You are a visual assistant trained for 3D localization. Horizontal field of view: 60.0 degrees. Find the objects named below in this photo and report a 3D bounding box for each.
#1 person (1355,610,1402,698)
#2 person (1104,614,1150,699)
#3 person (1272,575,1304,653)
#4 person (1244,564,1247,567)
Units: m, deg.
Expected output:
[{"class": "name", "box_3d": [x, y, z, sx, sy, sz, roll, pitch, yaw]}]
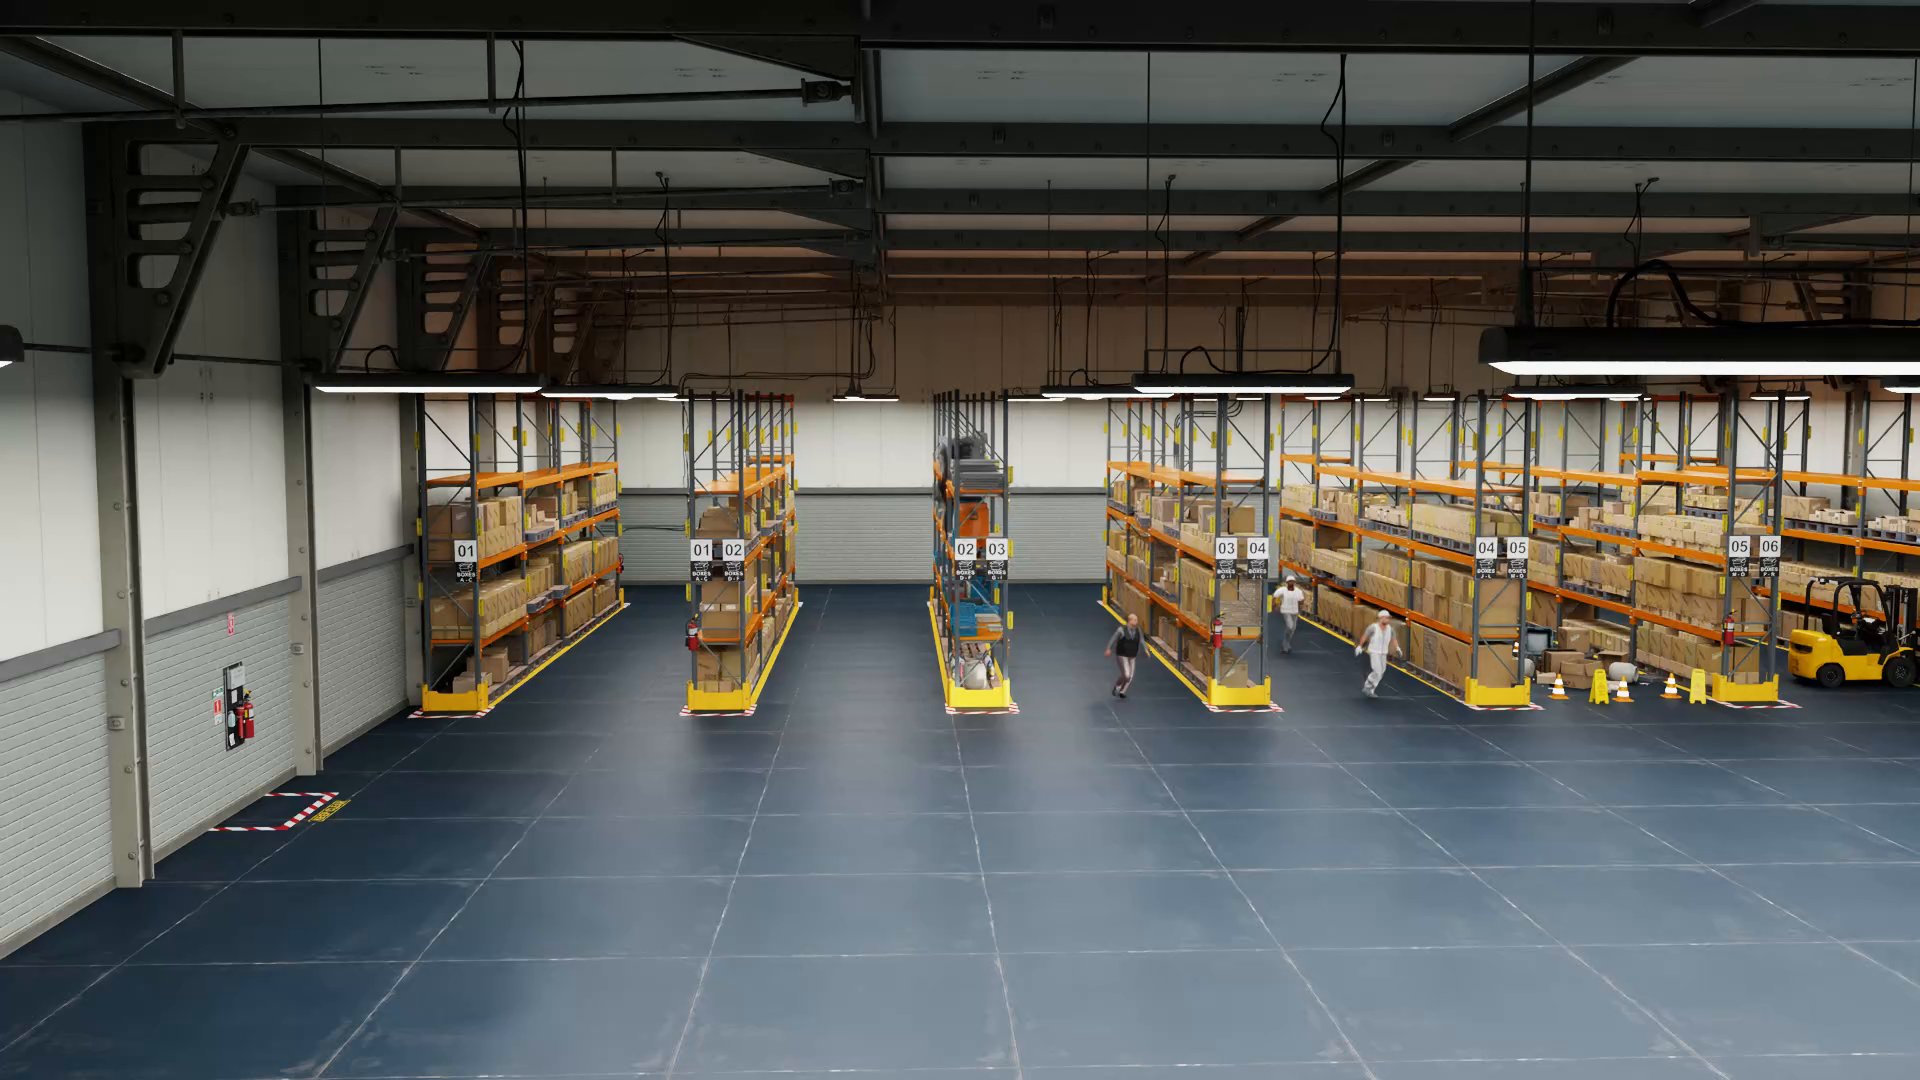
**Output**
[{"class": "person", "box_3d": [8.161, 2.219, 32.262, 0.649, 1.743, 0.799, -2, 5, -22]}, {"class": "person", "box_3d": [3.259, 2.243, 32.022, 0.667, 1.662, 0.776, -2, 5, -28]}, {"class": "person", "box_3d": [7.634, 1.713, 38.443, 0.654, 1.786, 0.723, -1, 5, -17]}, {"class": "person", "box_3d": [8.546, 0.975, 48.379, 0.618, 1.690, 0.768, 3, 6, 35]}]
